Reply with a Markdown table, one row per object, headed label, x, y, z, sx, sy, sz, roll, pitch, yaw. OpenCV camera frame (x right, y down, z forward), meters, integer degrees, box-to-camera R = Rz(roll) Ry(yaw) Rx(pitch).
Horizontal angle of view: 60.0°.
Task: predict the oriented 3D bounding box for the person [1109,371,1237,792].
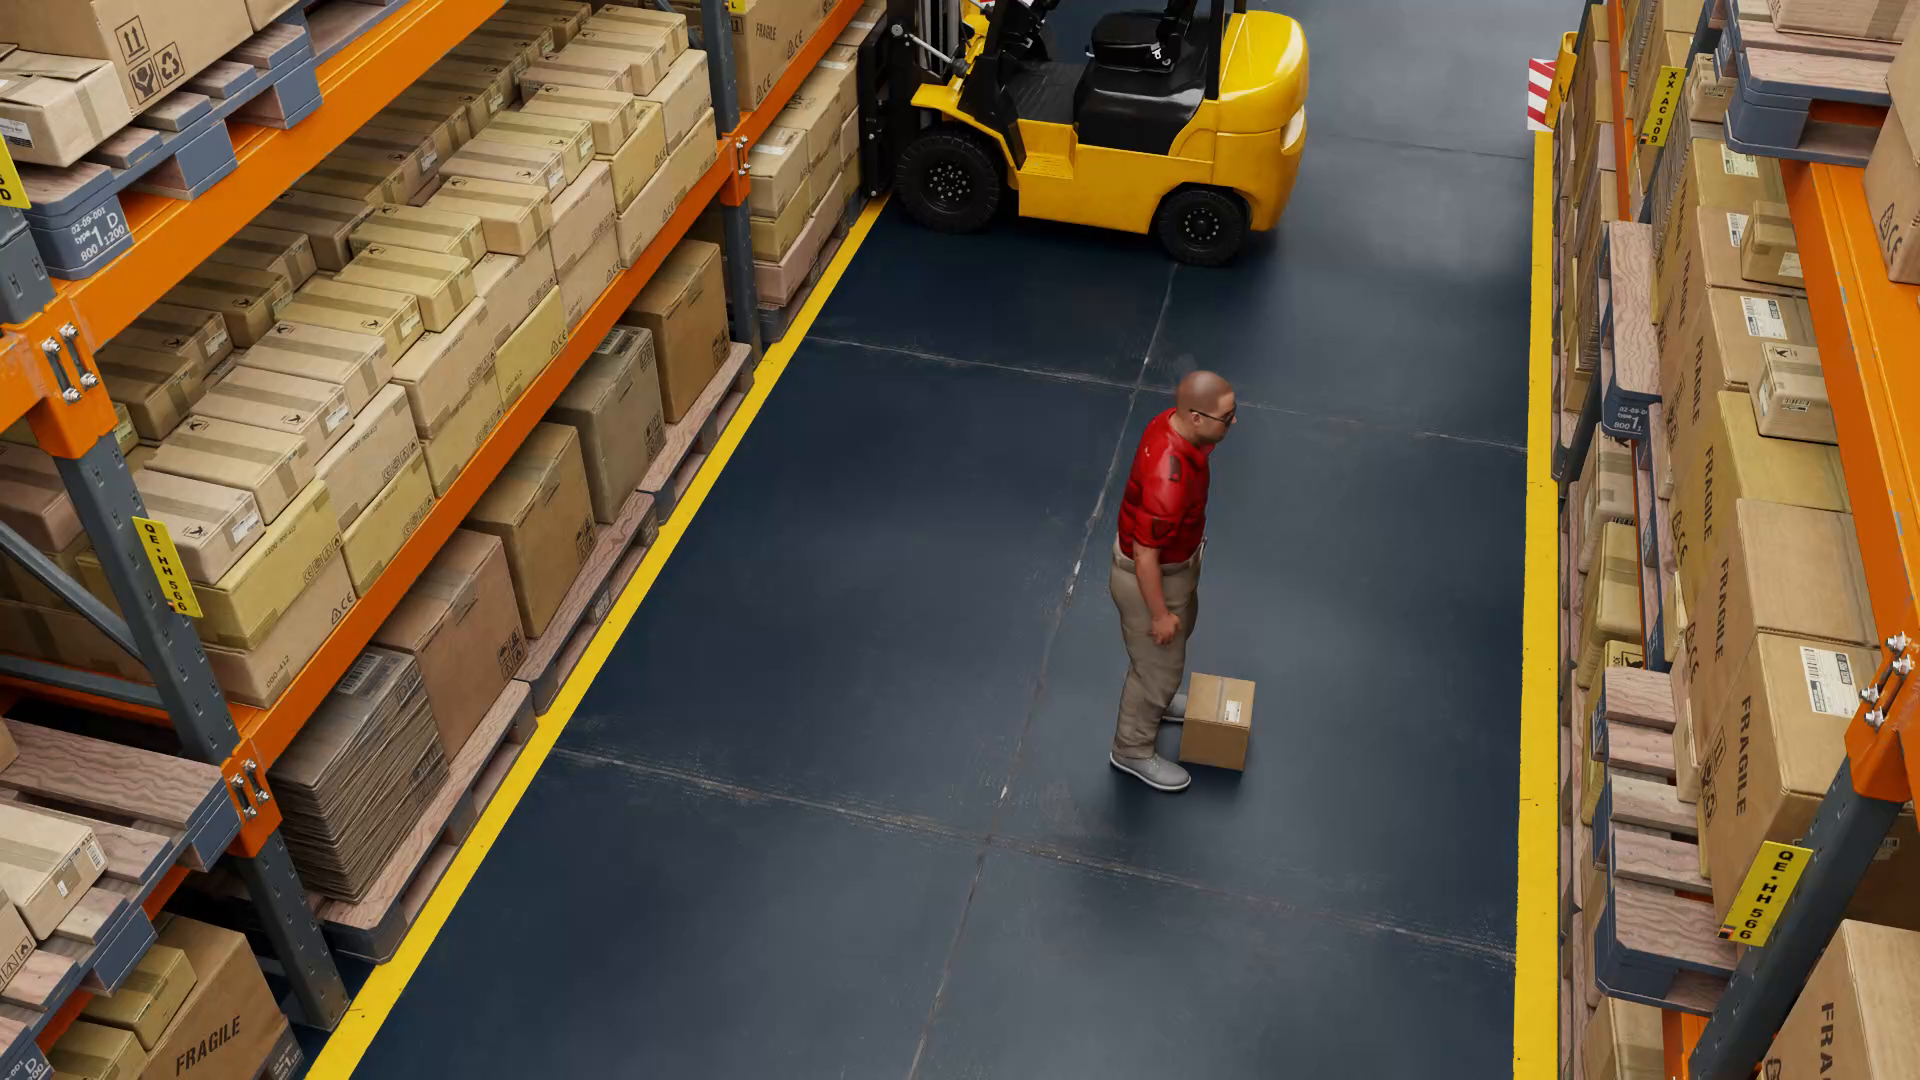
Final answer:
| label | x | y | z | sx | sy | sz | roll | pitch | yaw |
| --- | --- | --- | --- | --- | --- | --- | --- | --- | --- |
| person | 0.754 | 0.115 | 6.034 | 0.394 | 1.727 | 0.587 | 10 | 42 | 12 |
